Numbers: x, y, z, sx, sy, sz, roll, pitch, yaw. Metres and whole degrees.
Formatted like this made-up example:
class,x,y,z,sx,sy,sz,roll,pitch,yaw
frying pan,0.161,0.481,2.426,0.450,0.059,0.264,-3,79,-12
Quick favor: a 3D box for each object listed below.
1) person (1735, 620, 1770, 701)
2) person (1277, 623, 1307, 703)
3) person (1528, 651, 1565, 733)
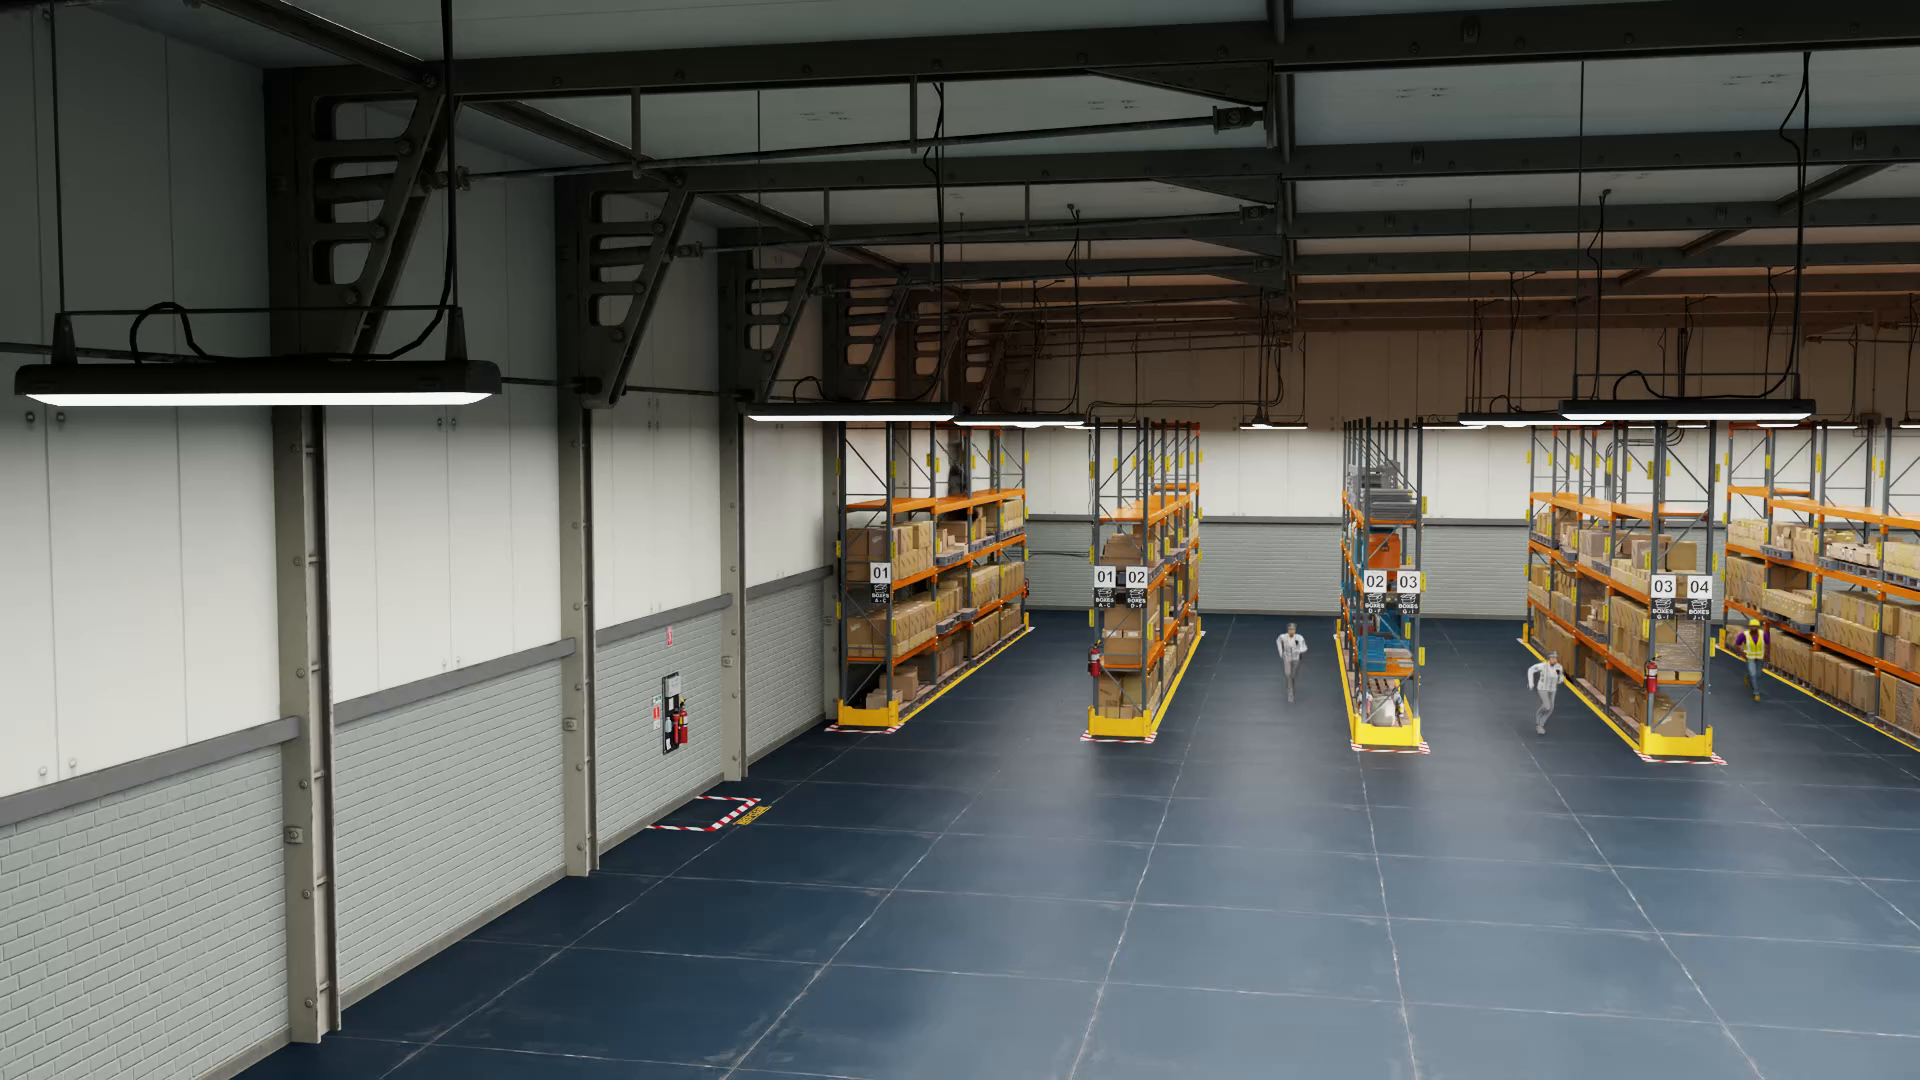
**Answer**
class,x,y,z,sx,sy,sz,roll,pitch,yaw
person,17.063,2.561,35.824,0.709,1.745,0.885,0,4,7
person,7.094,2.594,35.576,0.614,1.695,1.006,0,4,6
person,11.138,2.880,31.487,0.601,1.608,0.681,-1,4,-10
